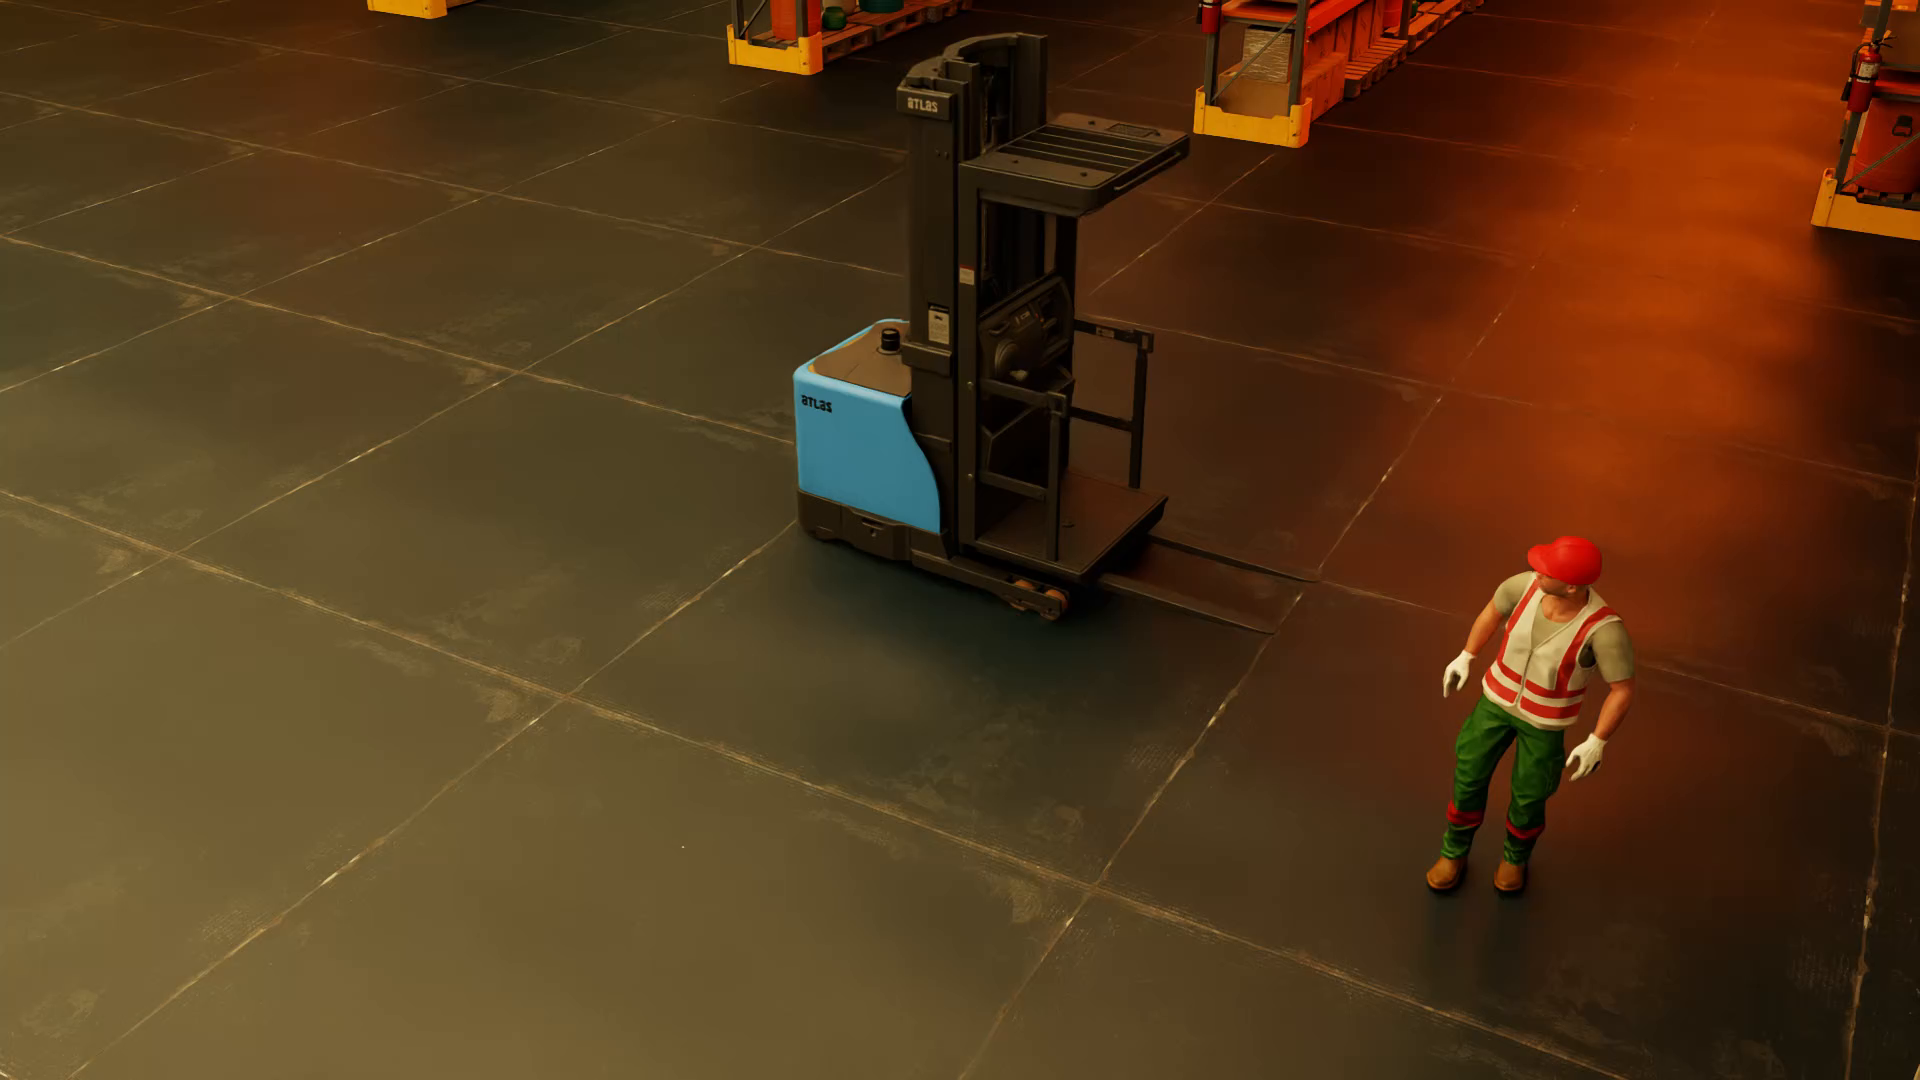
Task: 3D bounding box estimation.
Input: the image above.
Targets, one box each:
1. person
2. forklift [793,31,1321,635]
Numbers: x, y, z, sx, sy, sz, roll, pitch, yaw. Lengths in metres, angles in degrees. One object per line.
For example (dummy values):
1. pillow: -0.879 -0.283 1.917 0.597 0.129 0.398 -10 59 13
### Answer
1. person: 2.350 0.743 6.948 0.761 1.768 0.504 24 38 35
2. forklift: 0.540 -1.128 9.026 3.031 2.935 1.130 17 34 27
